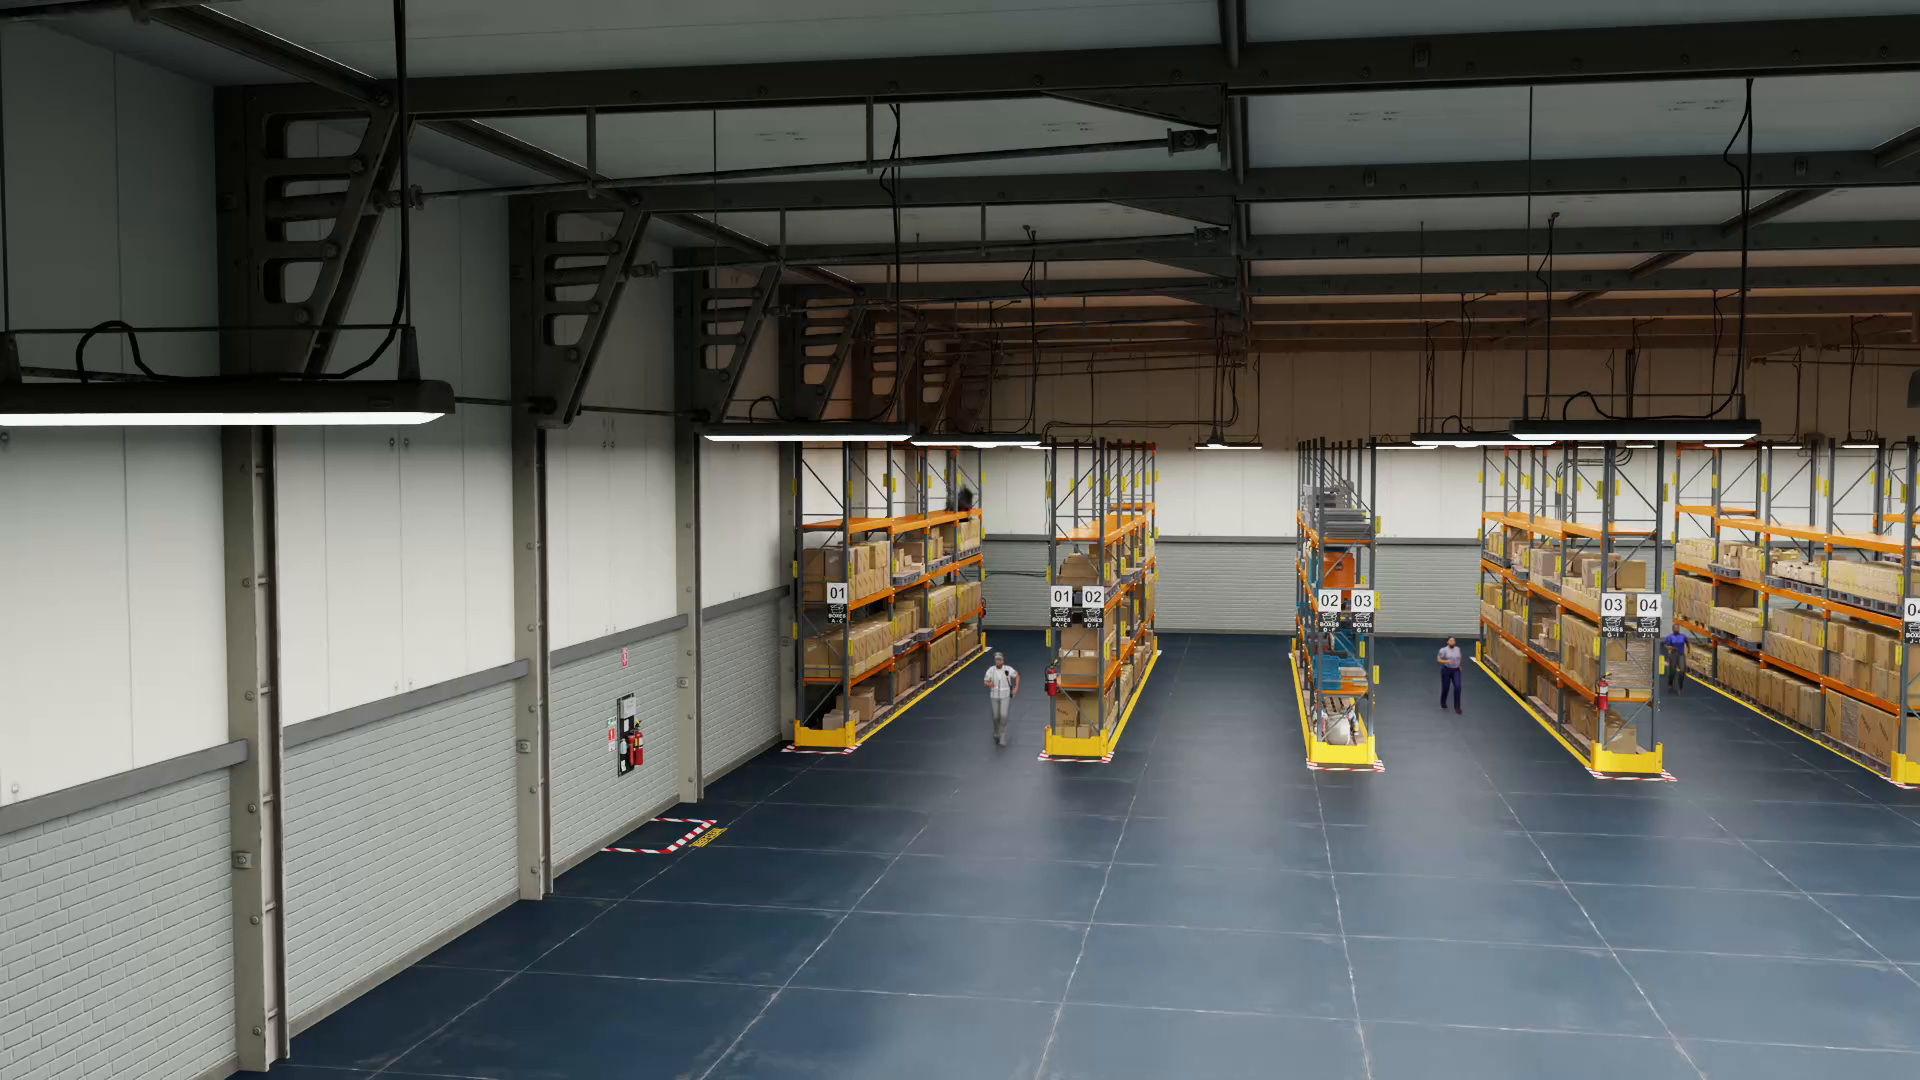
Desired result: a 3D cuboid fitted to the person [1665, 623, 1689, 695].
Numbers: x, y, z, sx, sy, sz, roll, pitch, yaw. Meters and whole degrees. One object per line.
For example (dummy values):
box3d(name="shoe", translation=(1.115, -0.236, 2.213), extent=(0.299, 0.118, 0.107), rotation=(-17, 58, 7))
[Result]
box3d(name="person", translation=(17.032, 2.835, 39.496), extent=(0.582, 1.682, 0.779), rotation=(1, 3, 14))

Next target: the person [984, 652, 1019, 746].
box3d(name="person", translation=(0.801, 3.123, 32.816), extent=(0.670, 1.830, 0.822), rotation=(1, 3, 12))

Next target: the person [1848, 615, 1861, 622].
box3d(name="person", translation=(24.267, 2.481, 45.142), extent=(0.805, 1.721, 0.771), rotation=(2, 4, 33))

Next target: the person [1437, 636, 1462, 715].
box3d(name="person", translation=(10.794, 2.951, 36.638), extent=(0.592, 1.683, 0.863), rotation=(0, 3, 1))

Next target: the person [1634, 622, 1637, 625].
box3d(name="person", translation=(18.615, 2.469, 45.531), extent=(0.530, 1.693, 0.747), rotation=(-1, 3, -22))
